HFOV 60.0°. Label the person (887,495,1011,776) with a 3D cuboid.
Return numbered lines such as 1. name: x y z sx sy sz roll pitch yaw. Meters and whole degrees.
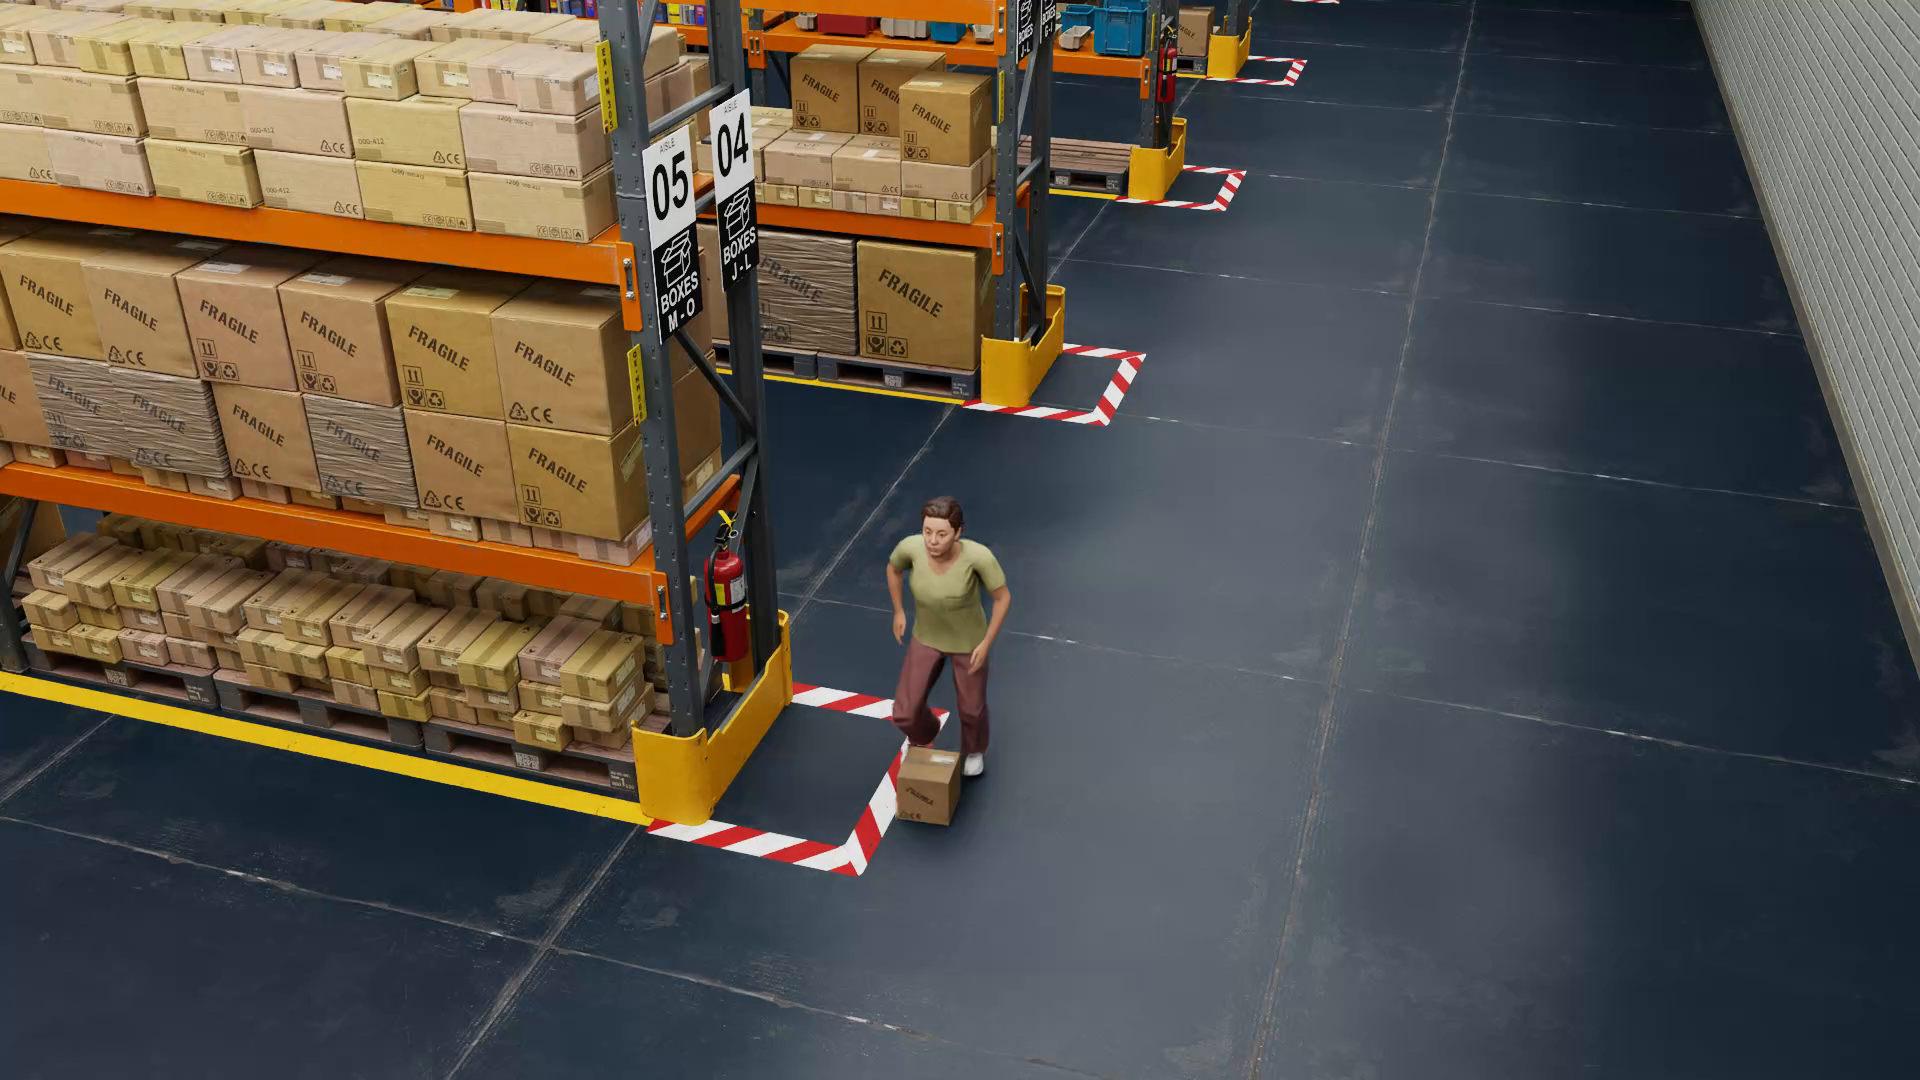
1. person: -0.053 0.450 7.772 0.604 1.600 0.547 7 30 12
